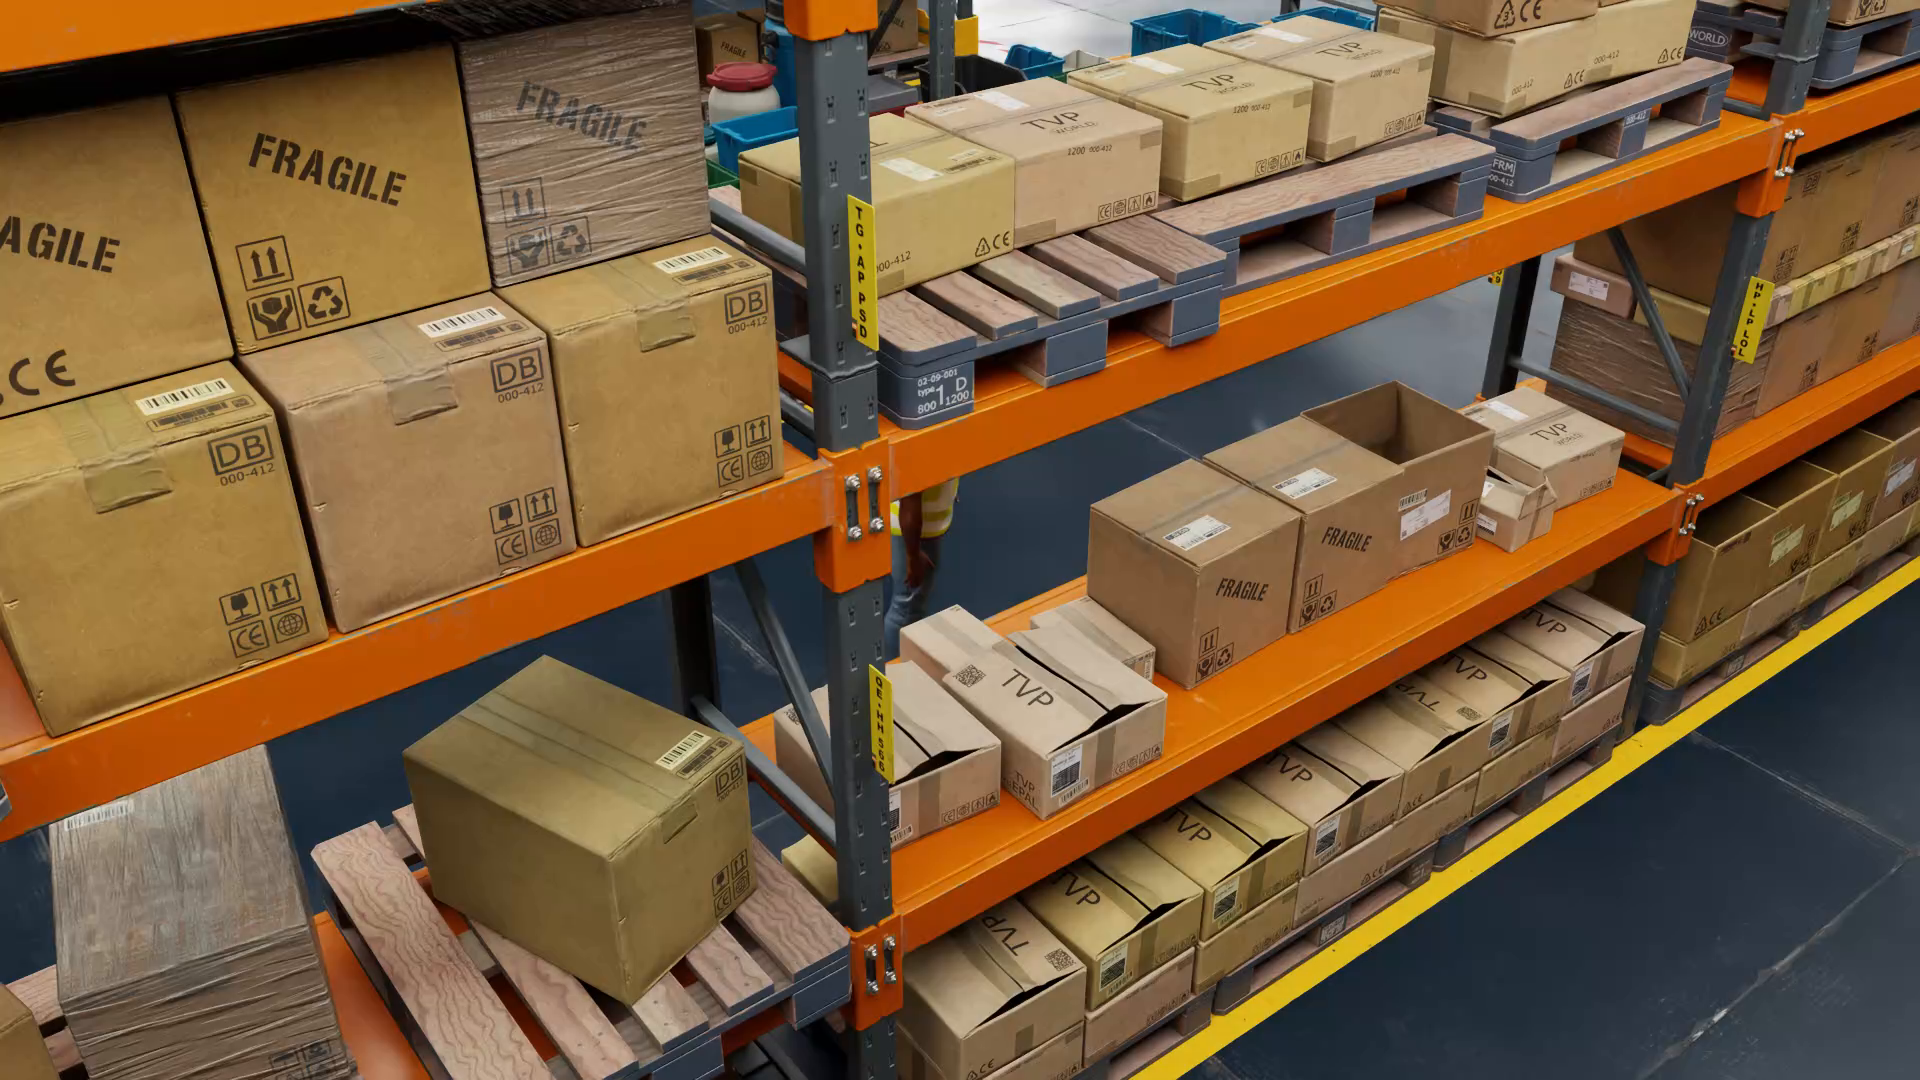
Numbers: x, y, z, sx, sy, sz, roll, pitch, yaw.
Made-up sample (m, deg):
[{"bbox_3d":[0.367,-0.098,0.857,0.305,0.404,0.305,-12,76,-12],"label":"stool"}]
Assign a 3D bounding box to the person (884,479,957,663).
[{"bbox_3d":[-0.190,-0.080,7.241,0.342,1.765,0.570,6,33,10],"label":"person"}]
